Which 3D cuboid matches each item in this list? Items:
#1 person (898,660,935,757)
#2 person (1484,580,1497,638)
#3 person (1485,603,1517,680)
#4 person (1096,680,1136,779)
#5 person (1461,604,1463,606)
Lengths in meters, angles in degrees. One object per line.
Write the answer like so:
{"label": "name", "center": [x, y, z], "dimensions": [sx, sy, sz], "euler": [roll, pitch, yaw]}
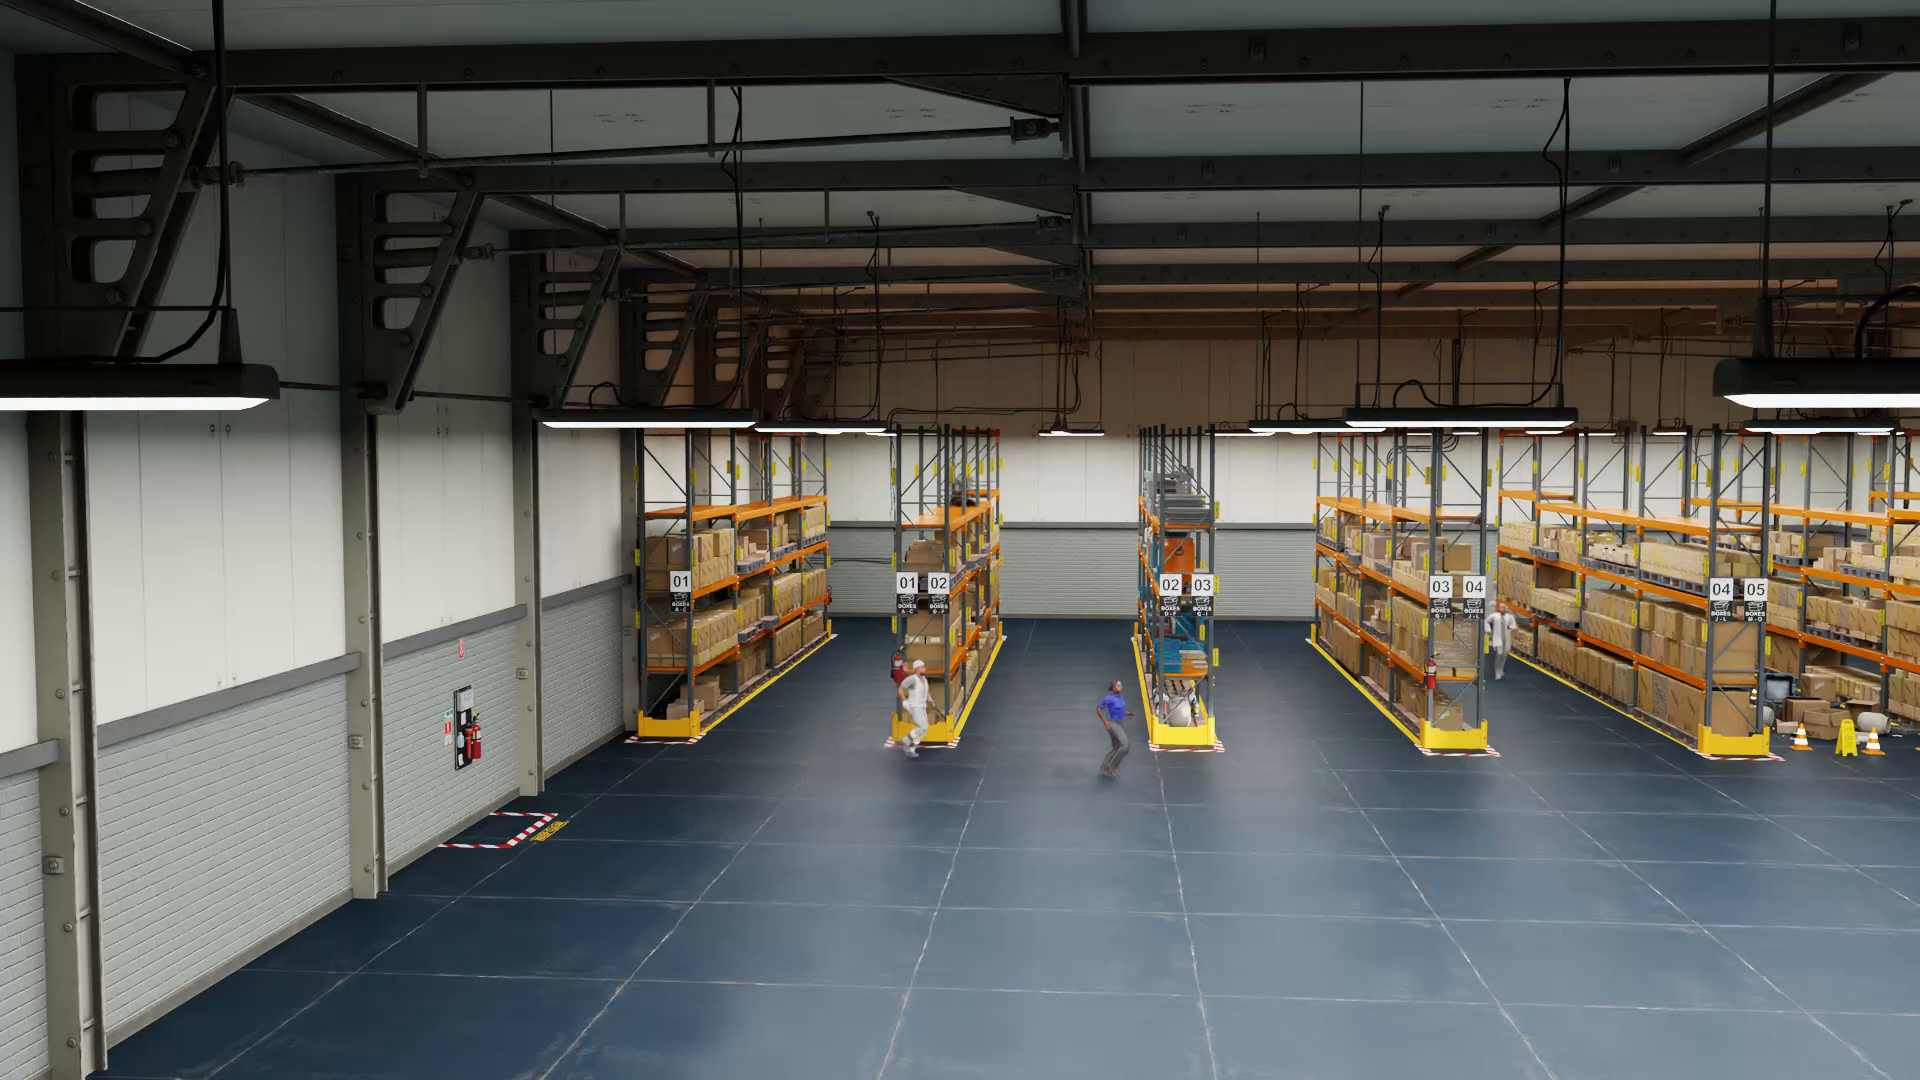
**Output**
{"label": "person", "center": [-0.730, 3.035, 29.960], "dimensions": [0.530, 1.727, 0.715], "euler": [2, 4, 29]}
{"label": "person", "center": [15.296, 1.965, 47.541], "dimensions": [0.774, 1.722, 0.964], "euler": [1, 4, 11]}
{"label": "person", "center": [12.936, 2.426, 39.725], "dimensions": [0.673, 1.845, 0.819], "euler": [0, 3, 1]}
{"label": "person", "center": [2.654, 3.189, 28.089], "dimensions": [0.684, 1.657, 0.548], "euler": [2, 4, 28]}
{"label": "person", "center": [13.479, 2.261, 44.030], "dimensions": [0.608, 1.593, 0.557], "euler": [0, 3, 2]}
